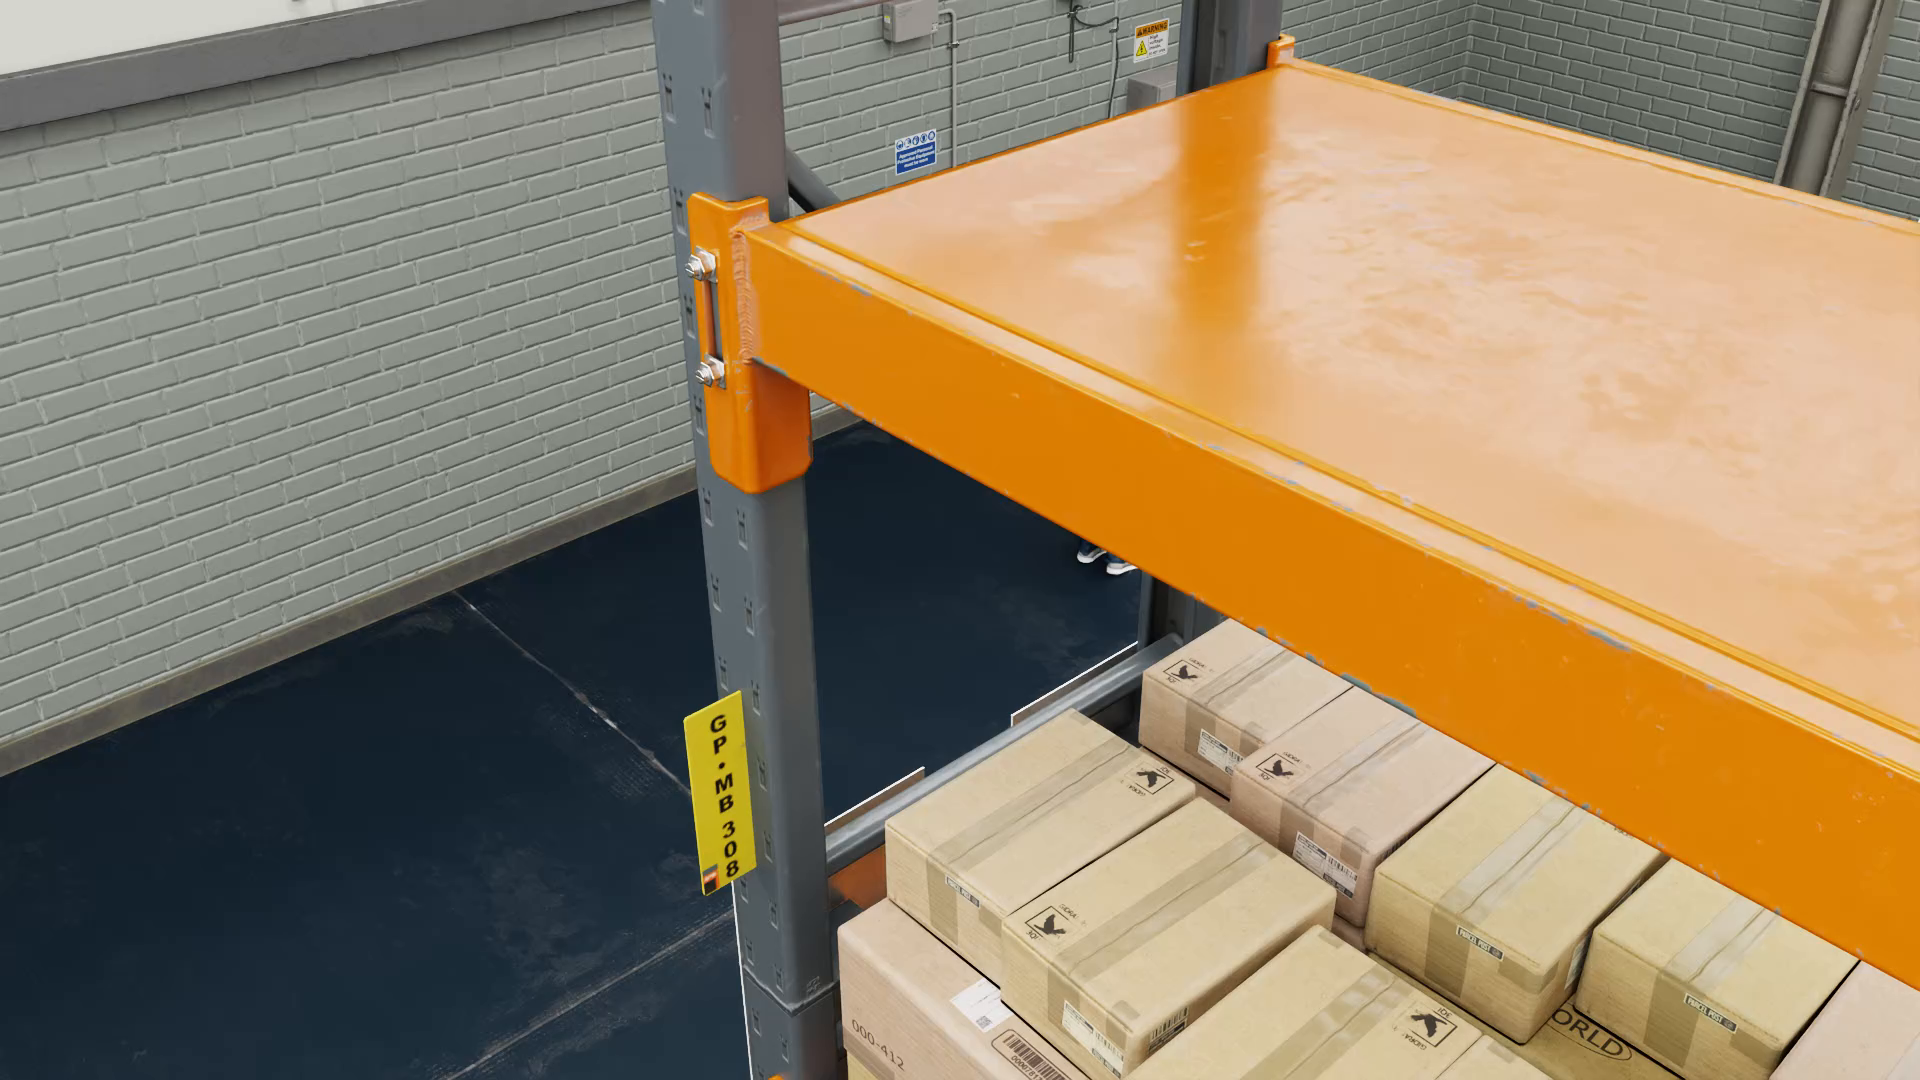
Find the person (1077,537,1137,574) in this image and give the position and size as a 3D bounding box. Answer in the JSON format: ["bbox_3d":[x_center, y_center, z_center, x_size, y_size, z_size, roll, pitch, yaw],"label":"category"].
[{"bbox_3d":[0.909,-0.298,9.026,0.811,0.901,0.418,-27,41,-36],"label":"person"}]
